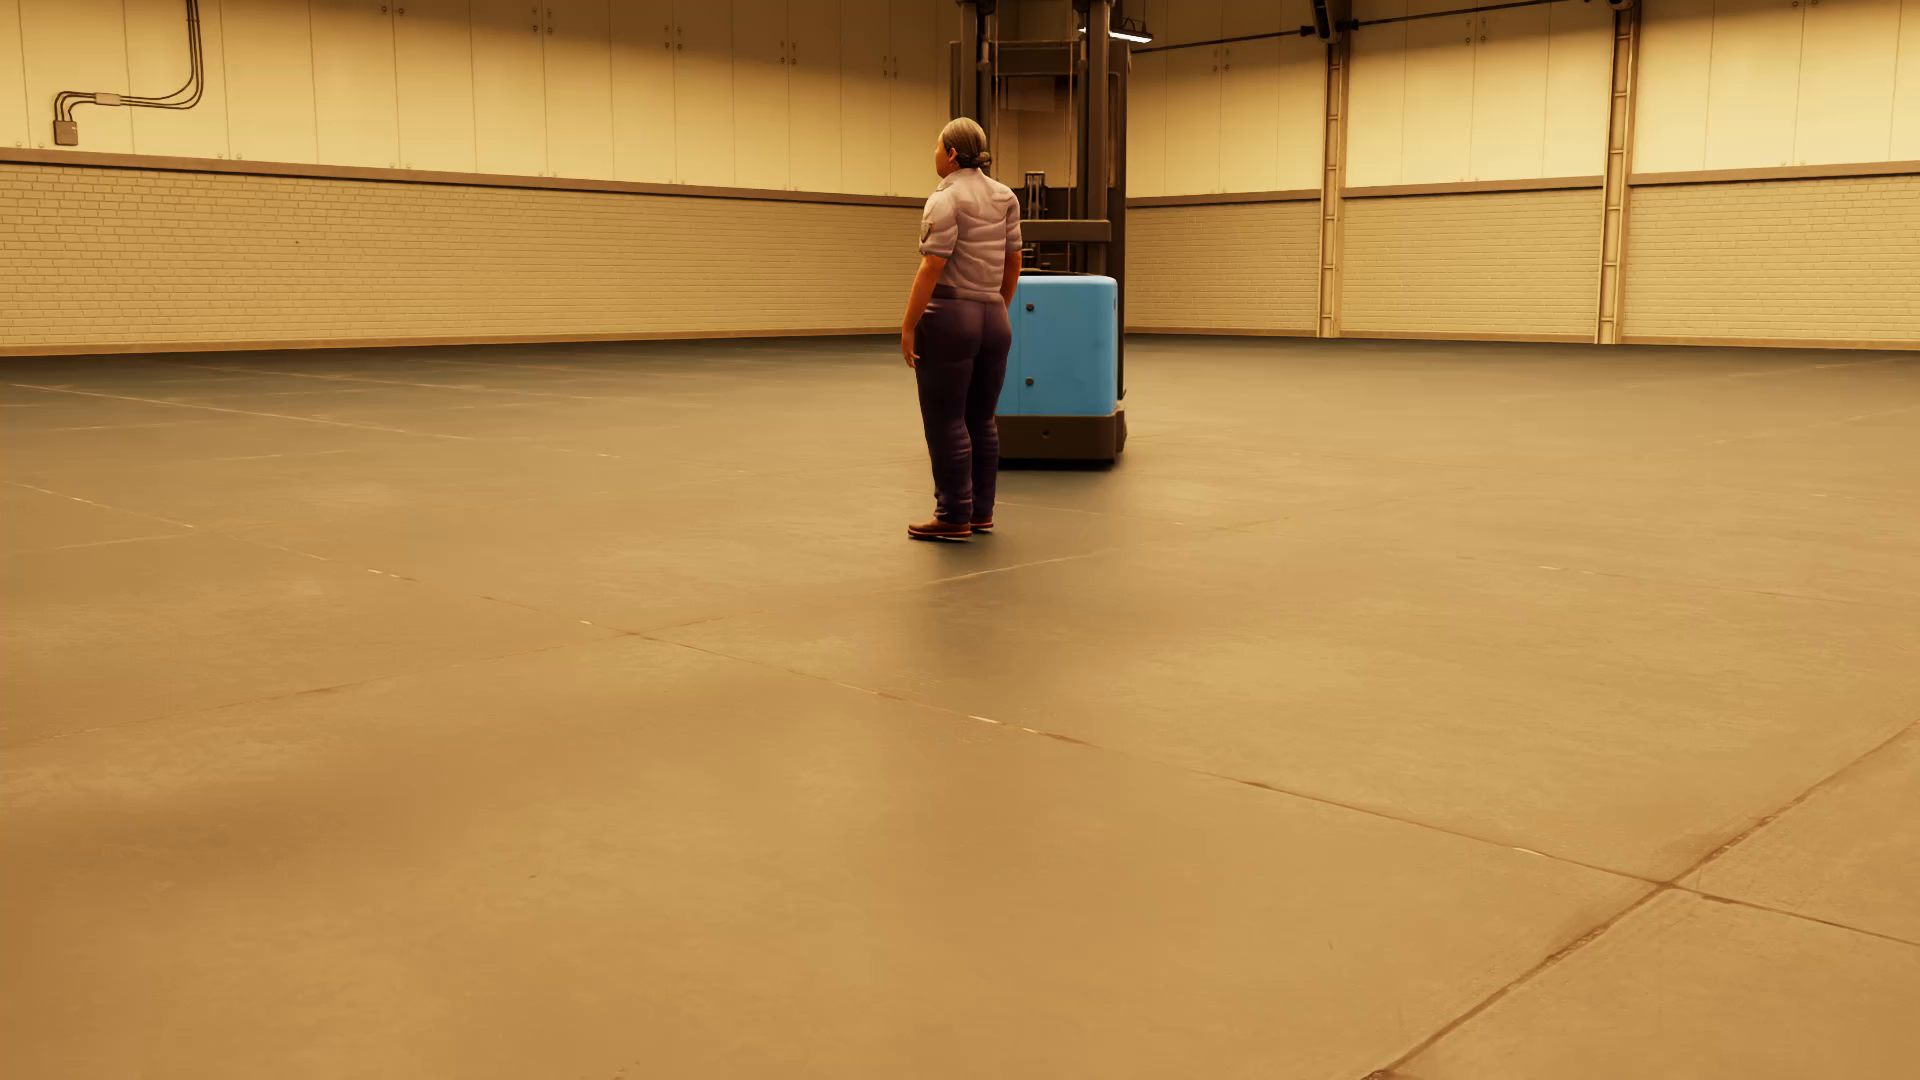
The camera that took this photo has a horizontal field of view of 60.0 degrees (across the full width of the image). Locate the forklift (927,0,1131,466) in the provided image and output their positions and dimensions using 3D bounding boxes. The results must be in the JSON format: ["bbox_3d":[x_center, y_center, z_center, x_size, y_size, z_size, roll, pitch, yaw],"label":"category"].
[{"bbox_3d":[0.509,-2.053,10.511,1.130,2.935,3.031,1,9,7],"label":"forklift"}]

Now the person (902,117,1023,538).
[{"bbox_3d":[-0.049,-0.833,6.672,0.502,1.651,0.598,8,12,43],"label":"person"}]
